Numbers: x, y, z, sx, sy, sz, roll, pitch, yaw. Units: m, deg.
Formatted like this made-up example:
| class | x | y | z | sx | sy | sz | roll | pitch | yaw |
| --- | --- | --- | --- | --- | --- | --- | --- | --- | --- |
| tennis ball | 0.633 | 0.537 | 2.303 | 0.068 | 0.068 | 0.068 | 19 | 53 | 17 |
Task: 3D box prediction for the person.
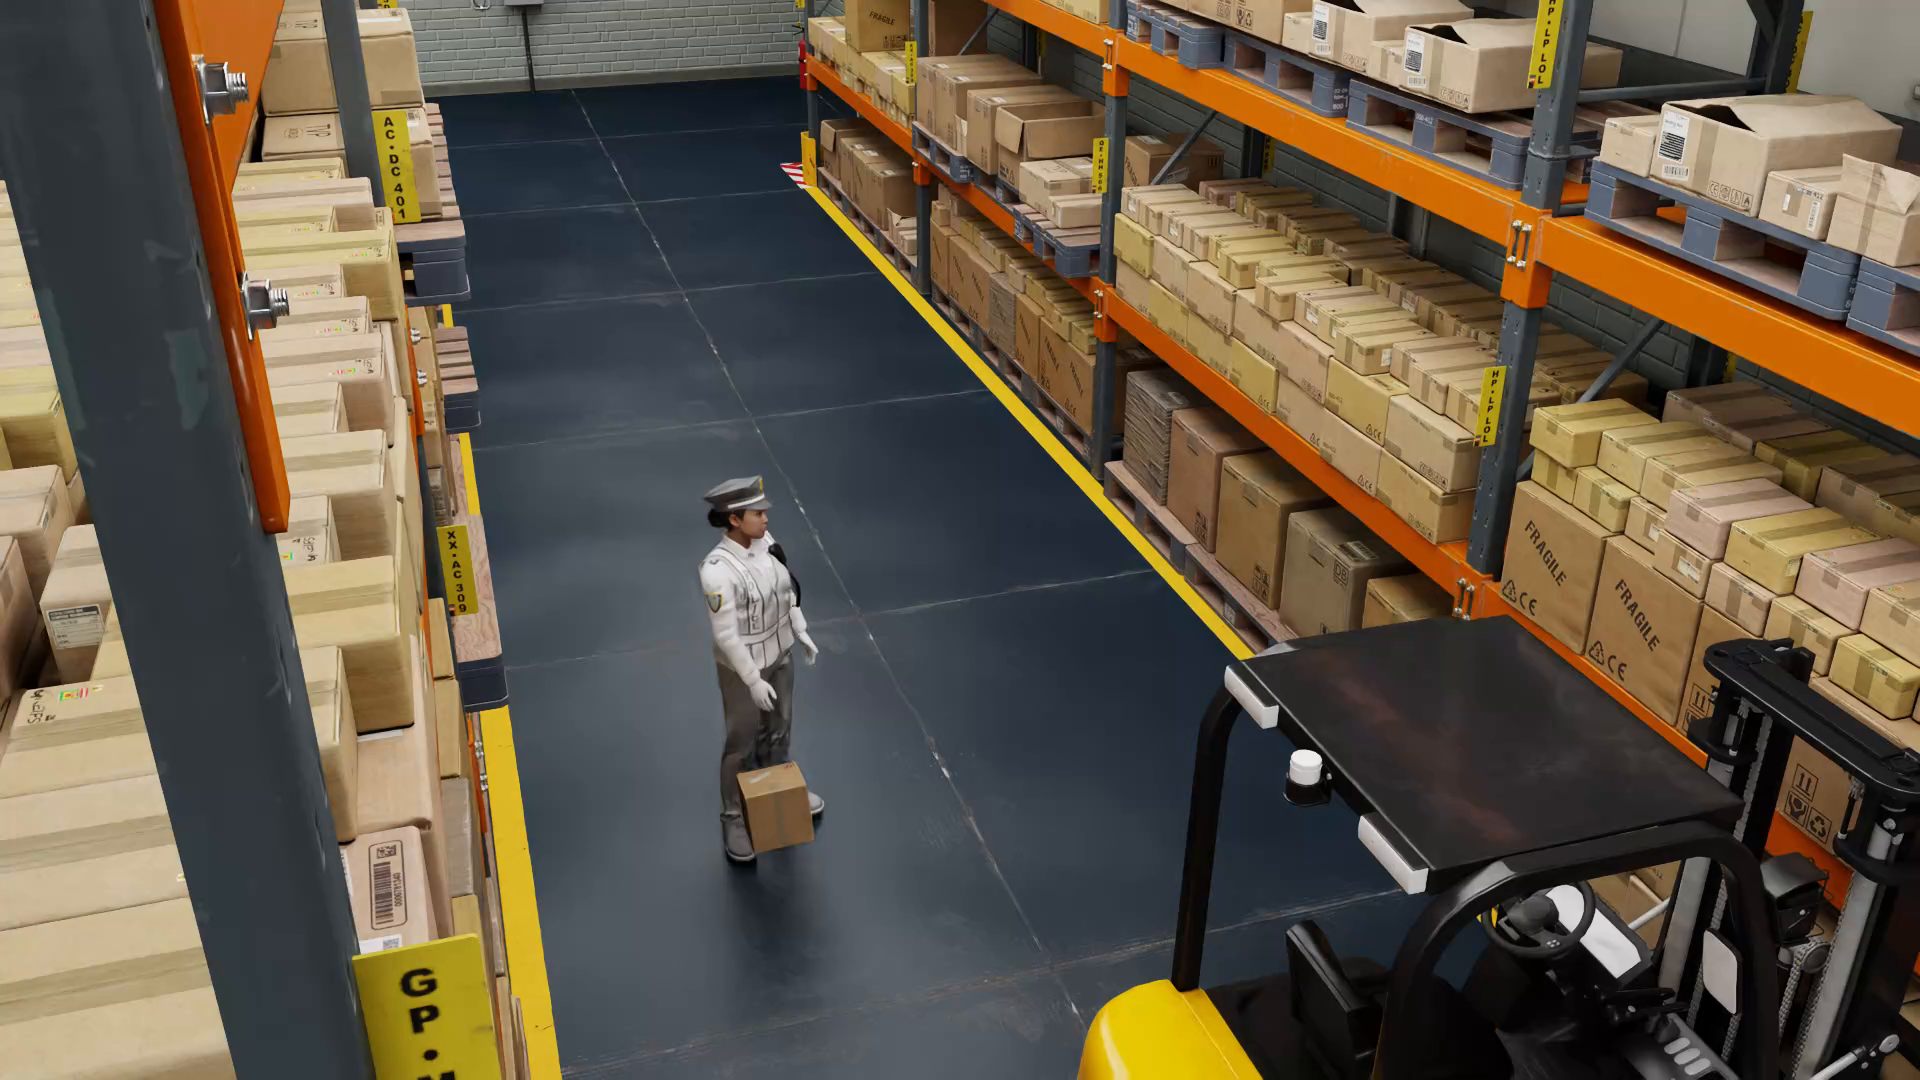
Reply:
| class | x | y | z | sx | sy | sz | roll | pitch | yaw |
| --- | --- | --- | --- | --- | --- | --- | --- | --- | --- |
| person | -0.854 | 0.511 | 7.016 | 0.375 | 1.693 | 0.571 | 13 | 29 | 24 |
